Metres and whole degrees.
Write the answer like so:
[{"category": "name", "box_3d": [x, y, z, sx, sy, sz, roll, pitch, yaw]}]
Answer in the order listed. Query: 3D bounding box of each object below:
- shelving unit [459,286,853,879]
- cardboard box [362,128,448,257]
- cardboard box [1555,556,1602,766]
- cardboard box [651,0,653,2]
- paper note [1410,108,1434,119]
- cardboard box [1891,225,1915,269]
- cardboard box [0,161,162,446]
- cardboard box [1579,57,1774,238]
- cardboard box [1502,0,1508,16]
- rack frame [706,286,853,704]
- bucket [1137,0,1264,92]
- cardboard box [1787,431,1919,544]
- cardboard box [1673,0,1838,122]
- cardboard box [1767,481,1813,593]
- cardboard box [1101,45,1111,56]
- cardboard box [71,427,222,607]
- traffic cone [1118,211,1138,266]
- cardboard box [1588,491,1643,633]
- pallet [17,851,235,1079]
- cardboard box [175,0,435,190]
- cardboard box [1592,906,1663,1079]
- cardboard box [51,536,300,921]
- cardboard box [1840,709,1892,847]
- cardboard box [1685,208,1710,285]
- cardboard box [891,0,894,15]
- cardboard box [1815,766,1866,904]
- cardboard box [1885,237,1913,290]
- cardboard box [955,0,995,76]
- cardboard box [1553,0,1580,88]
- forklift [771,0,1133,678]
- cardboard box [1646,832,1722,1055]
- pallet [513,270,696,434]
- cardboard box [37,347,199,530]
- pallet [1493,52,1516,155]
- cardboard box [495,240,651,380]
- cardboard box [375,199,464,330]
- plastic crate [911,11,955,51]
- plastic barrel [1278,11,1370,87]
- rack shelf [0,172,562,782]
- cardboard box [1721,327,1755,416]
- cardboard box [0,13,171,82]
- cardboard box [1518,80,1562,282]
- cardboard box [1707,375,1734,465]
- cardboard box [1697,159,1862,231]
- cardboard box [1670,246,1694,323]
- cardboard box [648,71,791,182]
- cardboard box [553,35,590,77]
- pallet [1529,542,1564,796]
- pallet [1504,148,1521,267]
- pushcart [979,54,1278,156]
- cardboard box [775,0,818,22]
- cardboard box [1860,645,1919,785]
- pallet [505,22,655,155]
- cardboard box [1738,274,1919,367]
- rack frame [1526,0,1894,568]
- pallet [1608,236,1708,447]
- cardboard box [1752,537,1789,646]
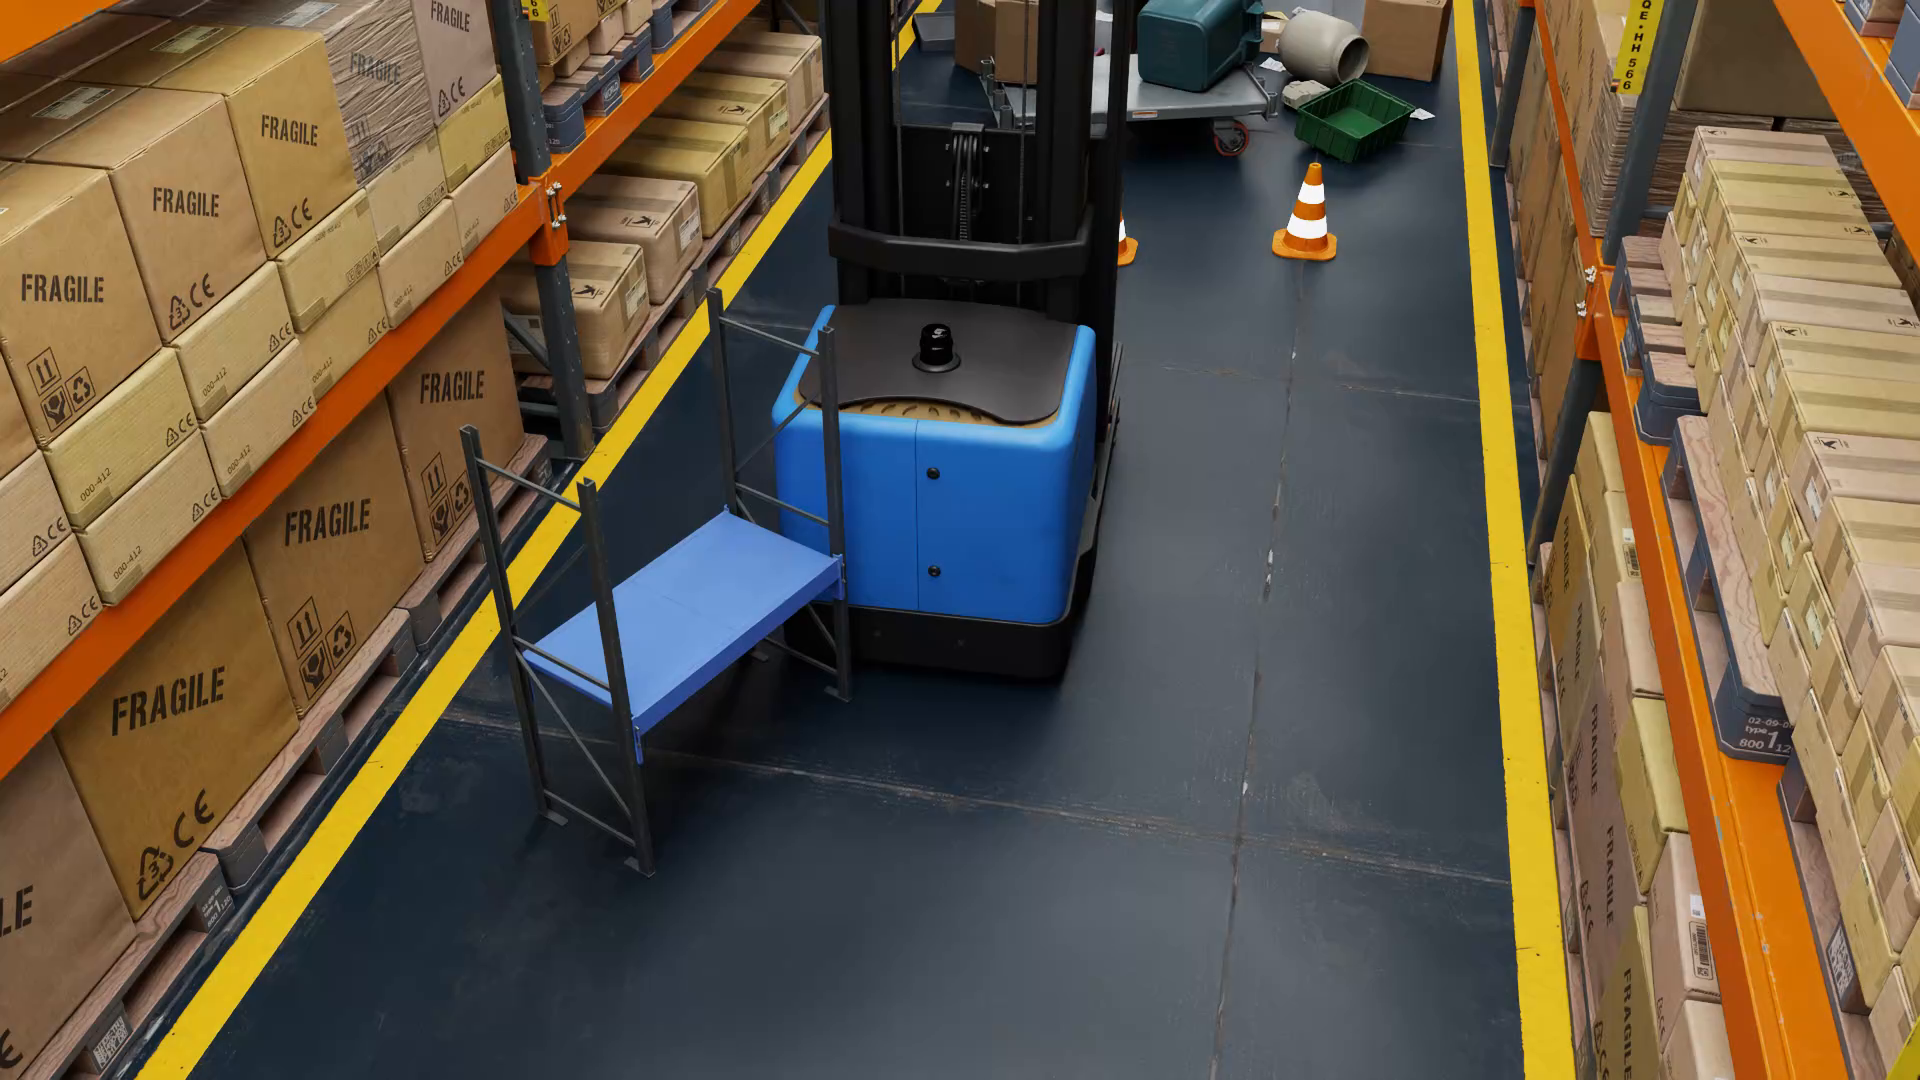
[{"category": "shelving unit", "box_3d": [-0.888, 0.130, 5.292, 0.538, 1.500, 1.048, 22, 41, 28]}, {"category": "cardboard box", "box_3d": [-2.062, -1.181, 5.525, 0.500, 0.250, 0.500, 6, 36, 9]}, {"category": "cardboard box", "box_3d": [2.252, 0.423, 5.382, 0.500, 0.500, 0.500, 8, 37, 11]}, {"category": "cardboard box", "box_3d": [-1.599, -2.487, 7.481, 0.380, 0.149, 0.250, 9, 37, 13]}, {"category": "paper note", "box_3d": [2.870, -2.671, 10.409, 0.147, 0.020, 0.142, -17, 39, -22]}, {"category": "cardboard box", "box_3d": [3.096, -0.929, 5.079, 0.380, 0.149, 0.250, 8, 37, 11]}, {"category": "cardboard box", "box_3d": [-2.389, -0.594, 4.076, 0.500, 0.500, 0.500, 6, 36, 9]}, {"category": "cardboard box", "box_3d": [2.590, -1.413, 6.059, 0.500, 0.500, 0.500, 7, 37, 10]}, {"category": "cardboard box", "box_3d": [4.199, -4.075, 11.269, 0.875, 0.875, 0.875, 7, 36, 9]}, {"category": "rack frame", "box_3d": [-0.597, -0.114, 5.629, 0.500, 1.500, 0.032, 22, 41, 28]}, {"category": "bucket", "box_3d": [1.388, -3.031, 9.870, 0.726, 0.611, 0.620, 20, 51, 26]}, {"category": "cardboard box", "box_3d": [2.076, -0.099, 3.679, 0.380, 0.149, 0.250, 6, 36, 8]}, {"category": "cardboard box", "box_3d": [2.862, -1.782, 5.716, 0.700, 0.500, 0.500, 7, 37, 10]}, {"category": "cardboard box", "box_3d": [2.072, 0.015, 3.777, 0.380, 0.149, 0.250, 7, 37, 10]}, {"category": "cardboard box", "box_3d": [1.024, -3.028, 10.701, 0.258, 0.266, 0.396, -17, 39, -22]}, {"category": "cardboard box", "box_3d": [-2.369, -0.097, 4.456, 0.500, 0.250, 0.500, 7, 37, 10]}, {"category": "traffic cone", "box_3d": [0.771, -1.731, 8.745, 0.336, 0.463, 0.334, 7, 37, 10]}, {"category": "cardboard box", "box_3d": [2.264, 0.113, 5.171, 0.500, 0.250, 0.500, 7, 37, 9]}, {"category": "pallet", "box_3d": [-2.864, 1.327, 4.739, 1.003, 0.211, 1.213, 7, 37, 10]}, {"category": "cardboard box", "box_3d": [-2.057, -1.464, 5.277, 0.500, 0.500, 0.500, 8, 37, 11]}, {"category": "cardboard box", "box_3d": [1.924, 1.304, 4.166, 0.500, 0.500, 0.500, 6, 36, 9]}, {"category": "cardboard box", "box_3d": [-2.716, 0.456, 5.018, 0.875, 0.875, 0.875, 8, 37, 11]}, {"category": "cardboard box", "box_3d": [1.905, 0.478, 3.138, 0.380, 0.149, 0.250, 9, 37, 12]}, {"category": "cardboard box", "box_3d": [2.401, -0.862, 4.986, 0.380, 0.149, 0.250, 9, 37, 12]}, {"category": "cardboard box", "box_3d": [-0.754, -3.605, 11.153, 0.500, 0.250, 0.500, 9, 37, 13]}, {"category": "cardboard box", "box_3d": [1.903, 0.600, 3.222, 0.380, 0.149, 0.250, 7, 37, 10]}, {"category": "cardboard box", "box_3d": [3.100, -0.809, 5.166, 0.380, 0.149, 0.250, 8, 37, 11]}, {"category": "cardboard box", "box_3d": [0.312, -3.369, 10.971, 0.500, 0.500, 0.500, -24, 42, -30]}, {"category": "cardboard box", "box_3d": [2.910, -2.280, 7.255, 0.500, 0.500, 0.500, 8, 37, 11]}, {"category": "forklift", "box_3d": [0.105, -1.551, 6.393, 1.130, 2.935, 3.031, 6, 36, 8]}, {"category": "cardboard box", "box_3d": [1.937, 0.999, 3.949, 0.500, 0.250, 0.500, 9, 37, 12]}, {"category": "pallet", "box_3d": [-1.933, -0.962, 7.898, 1.003, 0.211, 1.213, 7, 37, 10]}, {"category": "cardboard box", "box_3d": [-2.368, -0.297, 4.306, 0.500, 0.250, 0.500, 8, 37, 11]}, {"category": "pallet", "box_3d": [3.850, -2.671, 10.256, 1.003, 0.211, 1.213, 7, 37, 10]}, {"category": "cardboard box", "box_3d": [-1.970, -1.072, 7.555, 0.950, 0.372, 0.625, 5, 36, 7]}, {"category": "cardboard box", "box_3d": [-2.049, -0.965, 5.654, 0.500, 0.250, 0.500, 8, 37, 11]}, {"category": "plastic crate", "box_3d": [-0.110, -3.552, 11.582, 0.402, 0.080, 0.583, -5, 36, -6]}, {"category": "plastic barrel", "box_3d": [2.355, -3.174, 10.768, 0.421, 0.421, 0.512, -24, 42, -30]}, {"category": "rack shelf", "box_3d": [-2.528, -0.206, 5.091, 1.077, 0.370, 4.000, 7, 37, 10]}, {"category": "cardboard box", "box_3d": [2.240, -0.421, 4.378, 0.380, 0.149, 0.250, 7, 37, 10]}, {"category": "cardboard box", "box_3d": [-2.667, -1.256, 4.990, 0.500, 0.500, 0.500, 8, 37, 11]}, {"category": "cardboard box", "box_3d": [3.356, -1.713, 8.117, 1.050, 0.750, 0.750, 7, 37, 10]}, {"category": "cardboard box", "box_3d": [2.238, -0.302, 4.466, 0.380, 0.149, 0.250, 8, 37, 11]}, {"category": "cardboard box", "box_3d": [2.414, -0.995, 4.916, 0.380, 0.149, 0.250, 6, 36, 9]}, {"category": "cardboard box", "box_3d": [2.406, -0.764, 5.105, 0.380, 0.149, 0.250, 9, 37, 12]}, {"category": "cardboard box", "box_3d": [-1.506, -2.329, 9.289, 0.950, 0.372, 0.625, 10, 37, 13]}, {"category": "cardboard box", "box_3d": [-1.757, -2.033, 6.855, 0.380, 0.149, 0.250, 5, 36, 7]}, {"category": "pallet", "box_3d": [2.588, 0.496, 5.886, 1.003, 0.211, 1.213, 7, 37, 10]}, {"category": "pallet", "box_3d": [3.520, -1.793, 9.044, 1.003, 0.211, 1.213, 7, 37, 10]}, {"category": "pushcart", "box_3d": [0.991, -2.618, 10.040, 1.648, 0.377, 0.936, -5, 36, -6]}, {"category": "cardboard box", "box_3d": [-0.857, -3.601, 10.509, 0.500, 0.500, 0.500, 9, 37, 12]}, {"category": "cardboard box", "box_3d": [1.911, 0.347, 3.065, 0.380, 0.149, 0.250, 6, 36, 8]}, {"category": "pallet", "box_3d": [-2.053, -1.988, 7.100, 1.213, 0.211, 1.003, 7, 37, 10]}, {"category": "cardboard box", "box_3d": [2.244, -0.548, 4.299, 0.380, 0.149, 0.250, 9, 37, 12]}, {"category": "rack frame", "box_3d": [2.756, -1.081, 5.685, 1.000, 3.000, 0.127, 7, 37, 10]}, {"category": "pallet", "box_3d": [2.708, -0.581, 5.159, 1.213, 0.211, 1.003, 7, 37, 10]}, {"category": "cardboard box", "box_3d": [2.069, 0.144, 3.851, 0.380, 0.149, 0.250, 9, 37, 12]}]
